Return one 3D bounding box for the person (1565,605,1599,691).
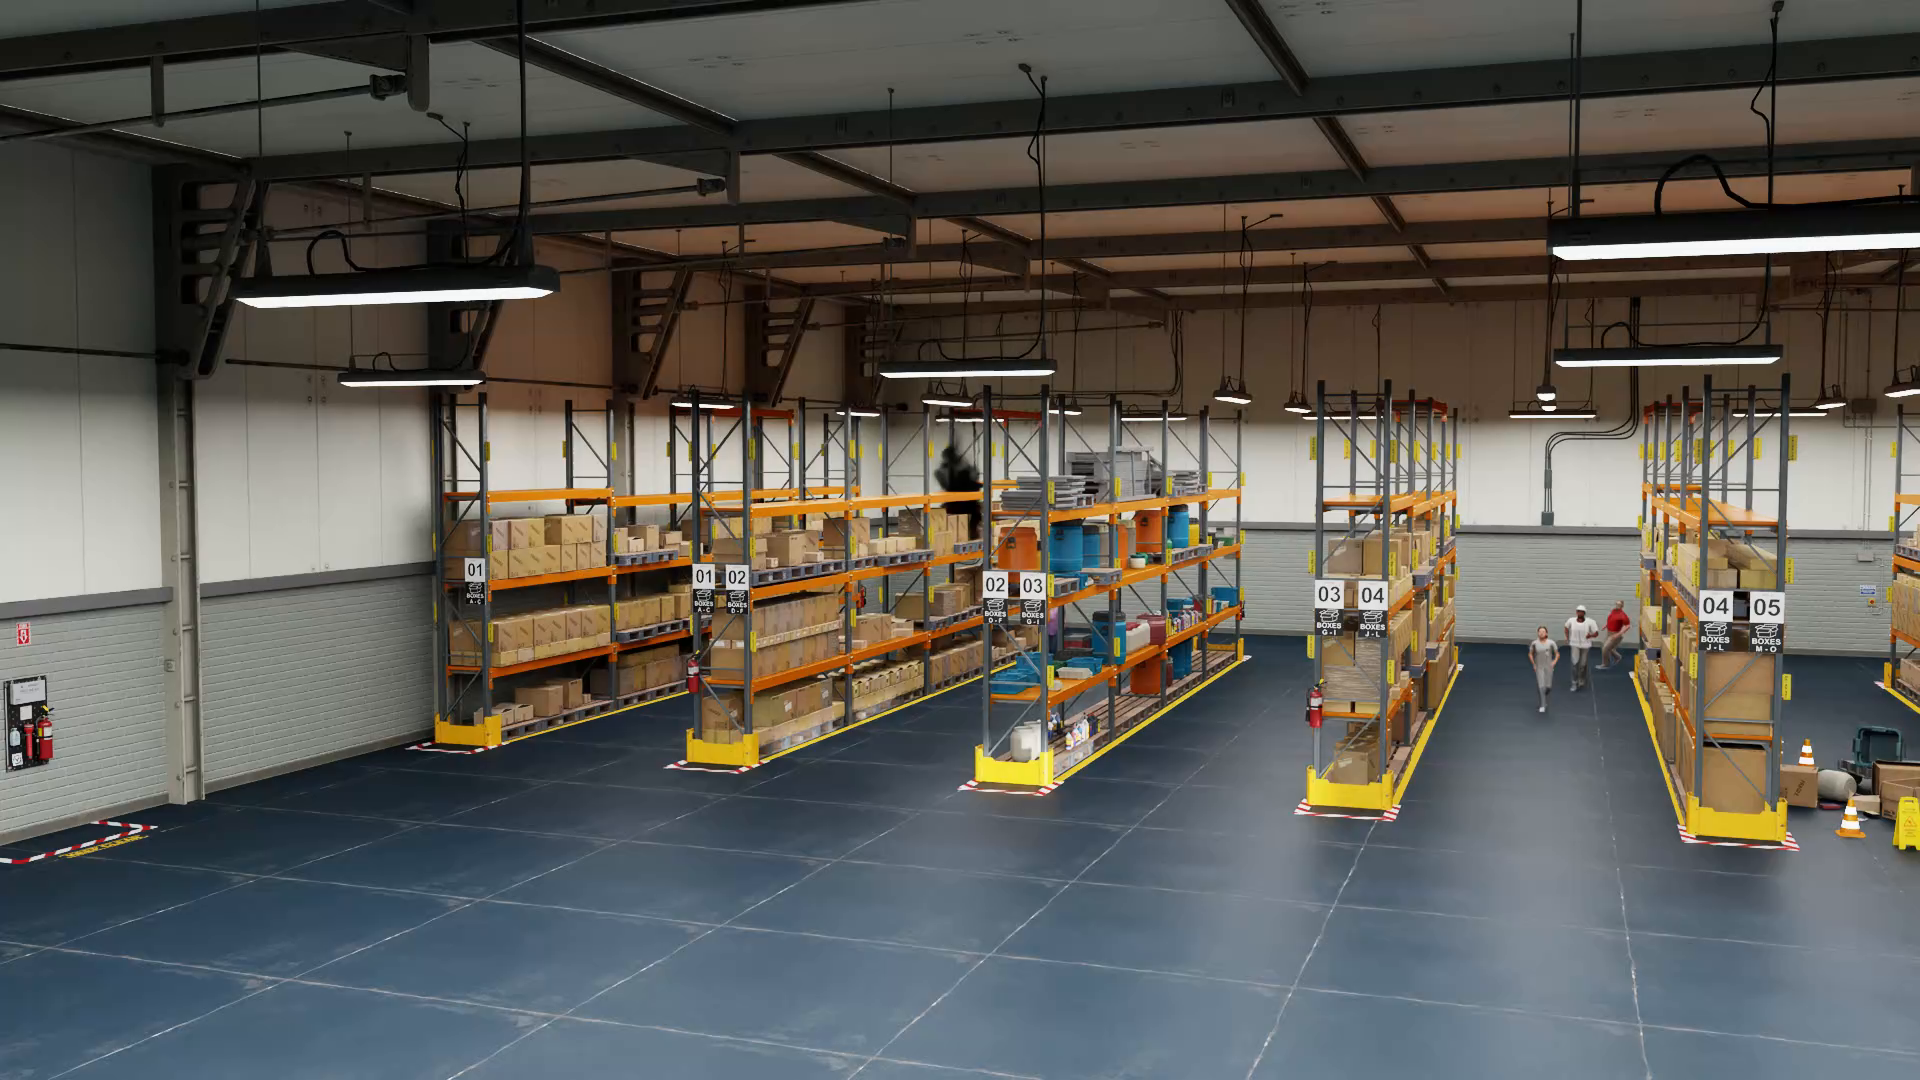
[{"bbox_3d":[13.045,2.274,34.915,0.678,1.828,0.775,1,3,21],"label":"person"}]

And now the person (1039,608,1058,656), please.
[{"bbox_3d":[1.939,2.045,35.659,0.538,1.554,0.487,0,3,3],"label":"person"}]

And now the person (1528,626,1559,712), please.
[{"bbox_3d":[11.272,2.483,32.134,0.564,1.642,0.580,1,3,20],"label":"person"}]

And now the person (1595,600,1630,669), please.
[{"bbox_3d":[15.043,2.169,38.044,0.668,1.620,0.842,-1,3,-16],"label":"person"}]
